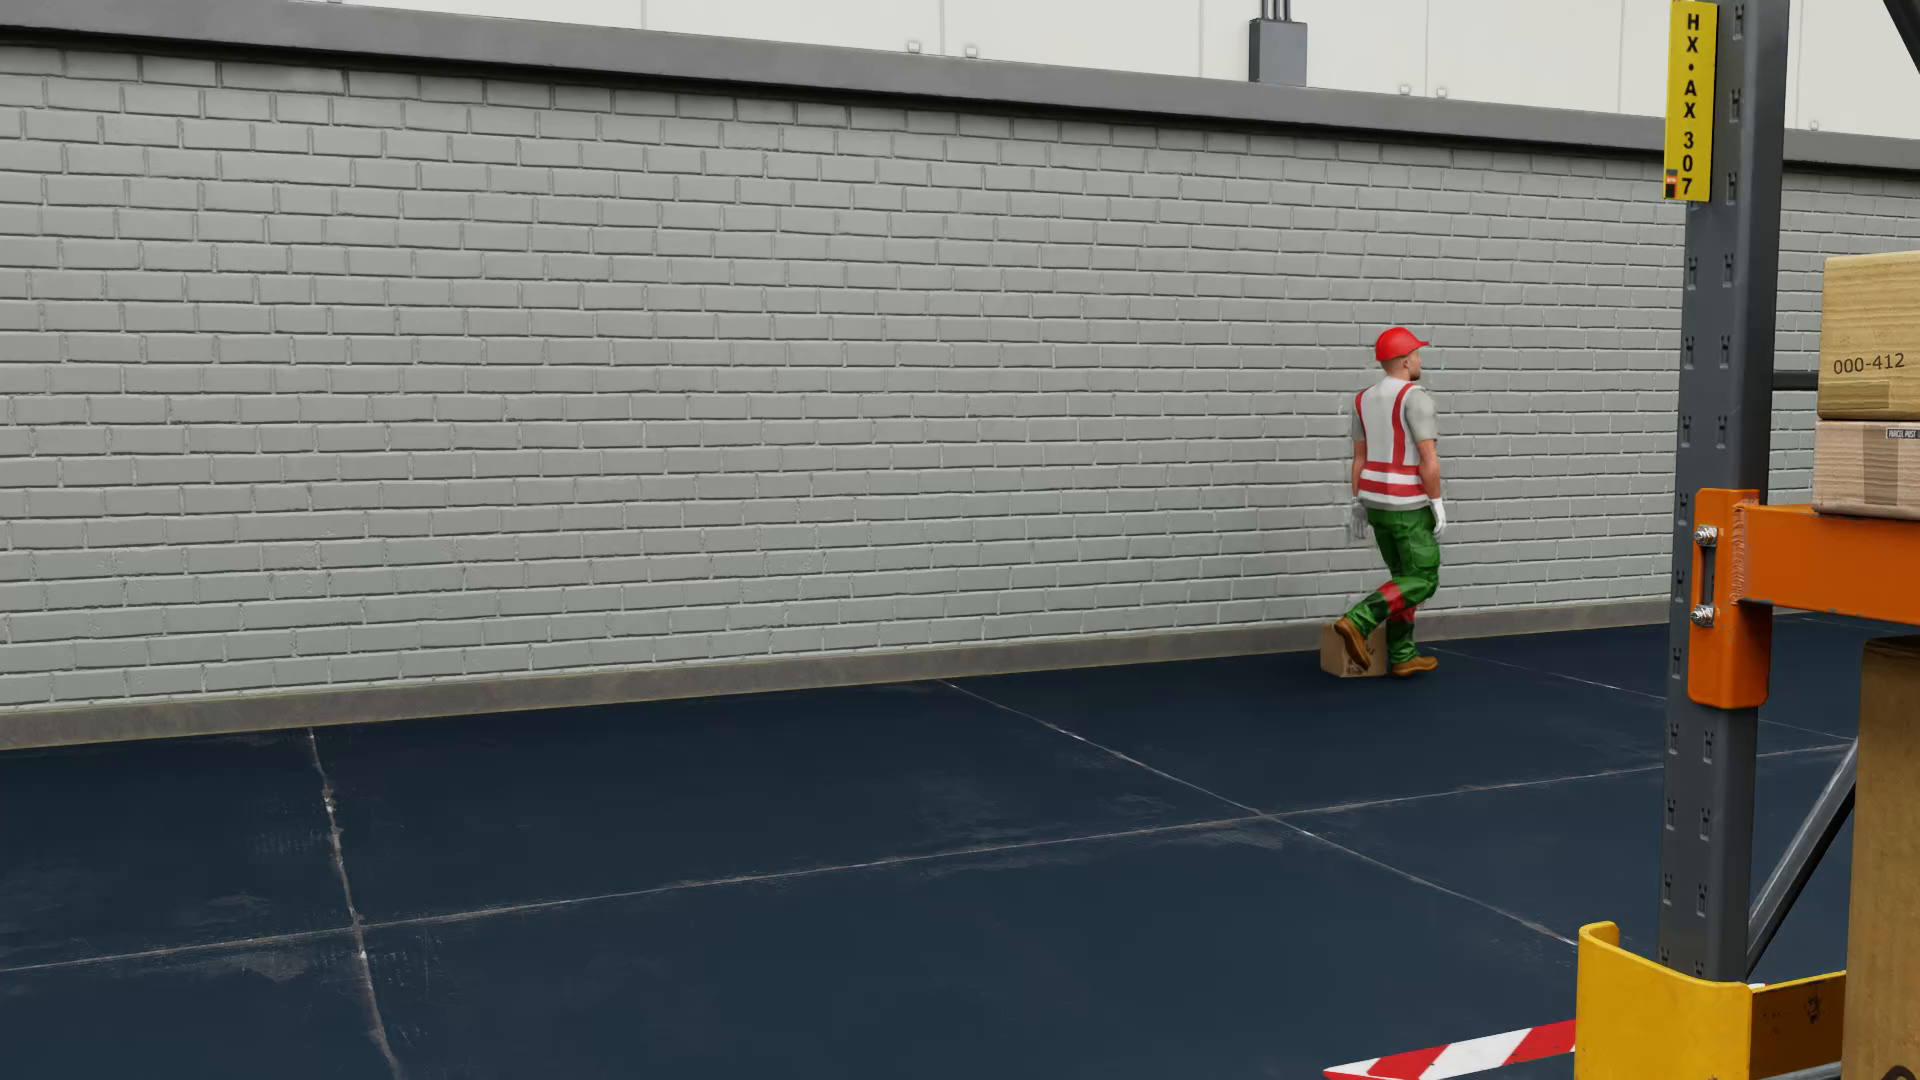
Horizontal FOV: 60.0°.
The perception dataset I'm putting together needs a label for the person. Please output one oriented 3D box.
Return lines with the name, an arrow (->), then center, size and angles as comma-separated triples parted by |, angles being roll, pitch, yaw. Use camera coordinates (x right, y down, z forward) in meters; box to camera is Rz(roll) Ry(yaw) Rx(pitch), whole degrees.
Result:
person -> 2.158, -0.180, 8.352 | 0.759, 1.769, 0.552 | -2, 6, -25
